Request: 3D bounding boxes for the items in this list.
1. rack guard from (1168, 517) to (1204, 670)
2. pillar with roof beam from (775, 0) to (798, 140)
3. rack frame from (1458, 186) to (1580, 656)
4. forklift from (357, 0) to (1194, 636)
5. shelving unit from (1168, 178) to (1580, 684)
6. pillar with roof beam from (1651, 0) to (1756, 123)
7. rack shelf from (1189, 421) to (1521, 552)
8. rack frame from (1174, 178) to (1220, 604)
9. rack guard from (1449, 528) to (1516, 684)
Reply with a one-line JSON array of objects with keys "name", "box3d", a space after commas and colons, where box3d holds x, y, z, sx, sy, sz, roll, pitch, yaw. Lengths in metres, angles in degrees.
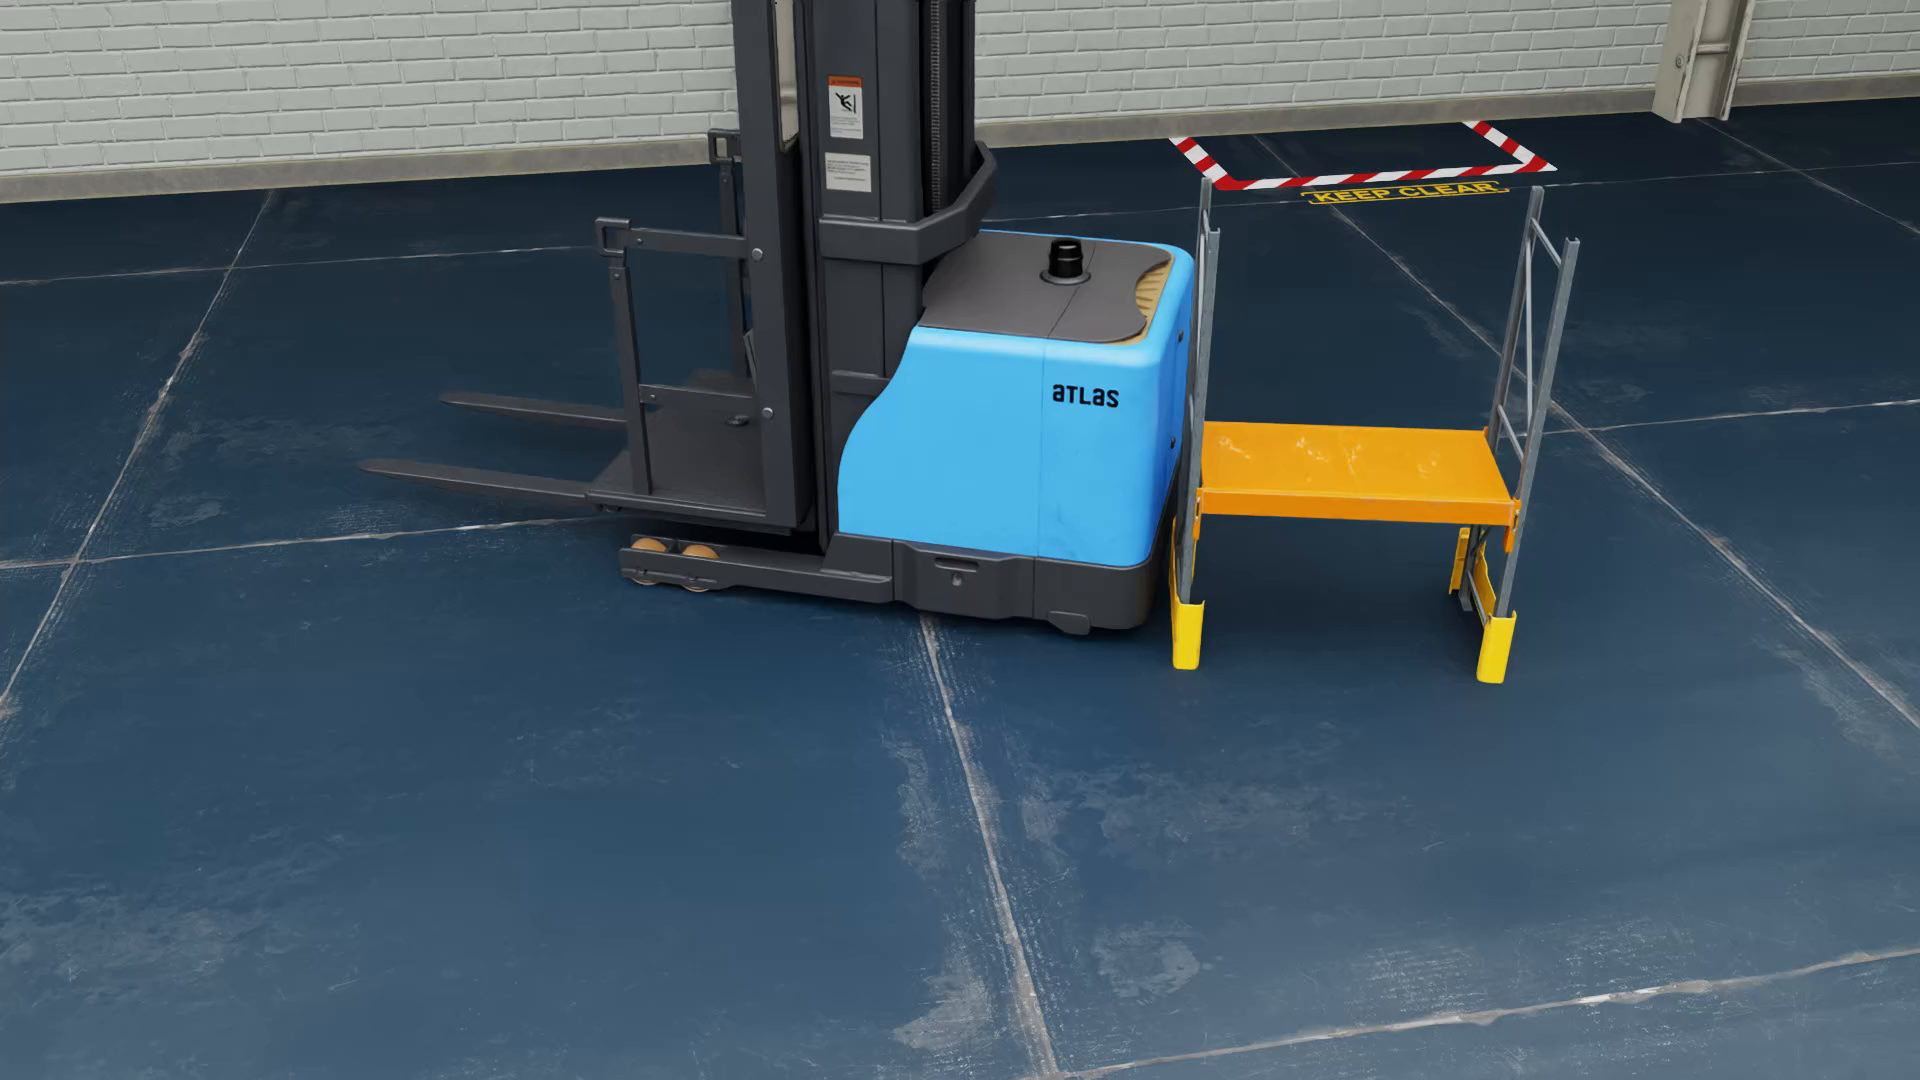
[{"name": "rack guard", "box3d": [0.774, 0.173, 5.709, 0.087, 0.250, 0.587, 2, 31, 4]}, {"name": "pillar with roof beam", "box3d": [-0.282, -4.013, 4.197, 0.400, 9.000, 9.100, -5, 31, -9]}, {"name": "rack frame", "box3d": [1.768, -0.325, 5.323, 0.032, 1.500, 0.500, 2, 31, 4]}, {"name": "forklift", "box3d": [-0.731, -1.328, 5.618, 3.031, 2.935, 1.130, 7, 31, 12]}, {"name": "shelving unit", "box3d": [1.271, -0.345, 5.358, 1.083, 1.500, 0.587, 2, 31, 4]}, {"name": "pillar with roof beam", "box3d": [5.620, -4.561, 5.128, 0.400, 9.000, 9.100, -5, 31, -9]}, {"name": "rack shelf", "box3d": [1.262, -0.191, 5.450, 1.000, 0.185, 0.538, 2, 31, 4]}, {"name": "rack frame", "box3d": [0.755, -0.366, 5.393, 0.032, 1.500, 0.500, 2, 31, 4]}, {"name": "rack guard", "box3d": [1.767, 0.214, 5.640, 0.087, 0.250, 0.587, 2, 31, 4]}]
